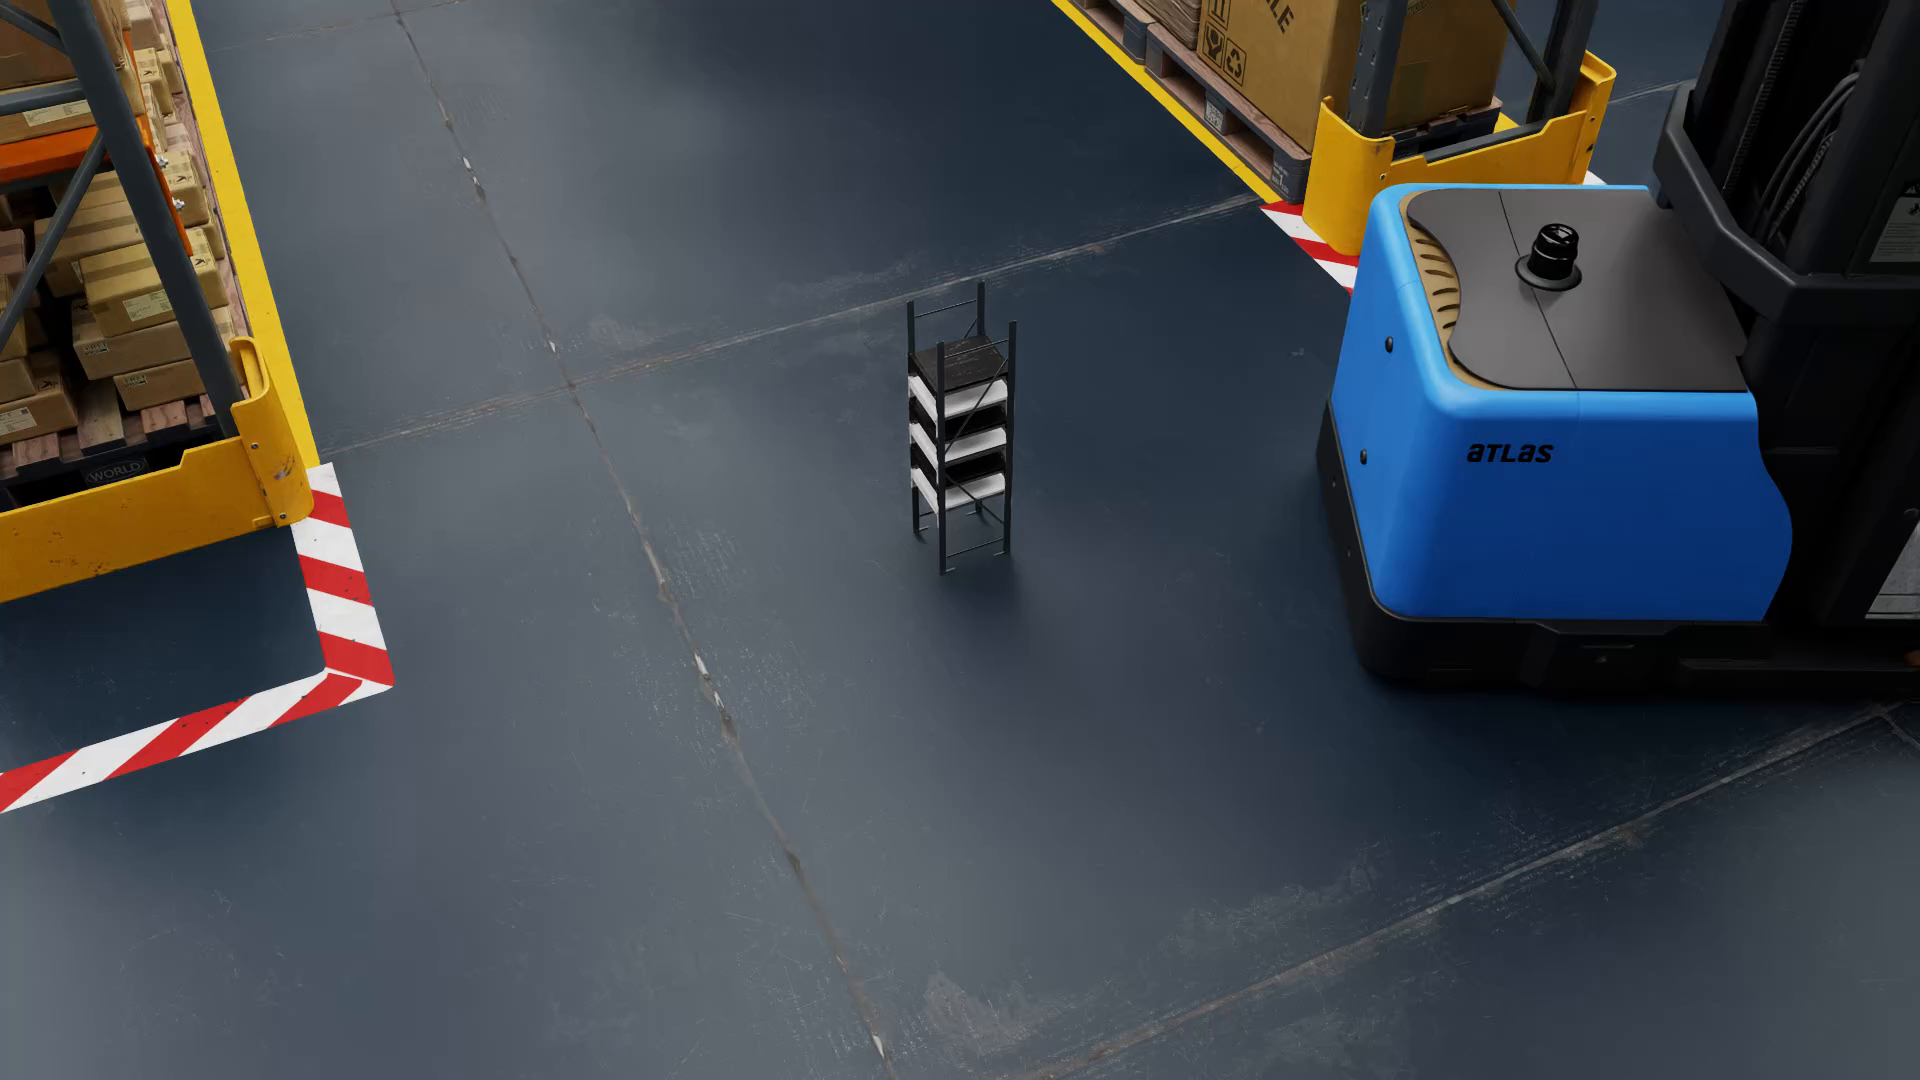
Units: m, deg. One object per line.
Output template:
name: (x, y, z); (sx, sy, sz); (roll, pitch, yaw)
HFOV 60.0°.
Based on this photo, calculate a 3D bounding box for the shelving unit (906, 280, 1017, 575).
shelving unit: (0.003, -0.315, 4.929); (0.258, 0.900, 0.210); (-18, 47, -17)

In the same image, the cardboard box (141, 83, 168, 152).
cardboard box: (-3.043, -1.464, 5.905); (0.380, 0.149, 0.250); (-16, 47, -16)

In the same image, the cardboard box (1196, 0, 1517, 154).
cardboard box: (1.572, -2.209, 6.567); (0.875, 0.875, 0.875); (-18, 47, -17)

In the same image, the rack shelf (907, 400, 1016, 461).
rack shelf: (0.003, -0.355, 4.889); (0.258, 0.077, 0.200); (-18, 47, -17)

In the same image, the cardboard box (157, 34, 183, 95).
cardboard box: (-3.401, -1.906, 6.777); (0.380, 0.149, 0.250); (-18, 47, -17)

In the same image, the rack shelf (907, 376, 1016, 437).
rack shelf: (0.003, -0.420, 4.826); (0.258, 0.077, 0.200); (-18, 47, -17)

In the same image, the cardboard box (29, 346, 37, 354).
cardboard box: (-3.239, -0.574, 5.427); (0.380, 0.149, 0.250); (-17, 47, -16)

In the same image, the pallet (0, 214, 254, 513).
pallet: (-2.970, -0.616, 5.724); (1.003, 0.211, 1.213); (-18, 47, -17)

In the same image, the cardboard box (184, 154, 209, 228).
cardboard box: (-2.873, -1.198, 5.848); (0.380, 0.149, 0.250); (-17, 47, -16)

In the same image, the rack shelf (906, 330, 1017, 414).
rack shelf: (0.003, -0.484, 4.762); (0.258, 0.077, 0.200); (-18, 47, -17)

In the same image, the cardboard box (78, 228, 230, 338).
cardboard box: (-2.541, -0.812, 5.245); (0.380, 0.149, 0.250); (-20, 48, -19)

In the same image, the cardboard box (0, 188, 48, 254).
cardboard box: (-3.349, -1.057, 5.704); (0.380, 0.149, 0.250); (-19, 48, -18)

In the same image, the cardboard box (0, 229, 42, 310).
cardboard box: (-3.135, -0.818, 5.250); (0.380, 0.149, 0.250); (-17, 47, -17)

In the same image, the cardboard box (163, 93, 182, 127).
cardboard box: (-3.221, -1.577, 6.443); (0.380, 0.149, 0.250); (-18, 47, -17)

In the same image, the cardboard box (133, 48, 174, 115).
cardboard box: (-3.112, -1.645, 6.089); (0.380, 0.149, 0.250); (-17, 47, -17)

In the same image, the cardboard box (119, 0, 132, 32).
cardboard box: (-2.677, -1.583, 4.897); (0.380, 0.149, 0.250); (-19, 48, -19)

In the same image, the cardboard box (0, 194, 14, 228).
cardboard box: (-3.410, -1.129, 5.566); (0.380, 0.149, 0.250); (-20, 48, -19)

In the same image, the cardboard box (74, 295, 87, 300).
cardboard box: (-2.743, -0.737, 5.592); (0.380, 0.149, 0.250); (-18, 47, -18)

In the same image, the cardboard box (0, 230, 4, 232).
cardboard box: (-3.330, -0.855, 5.500); (0.380, 0.149, 0.250); (-20, 48, -19)

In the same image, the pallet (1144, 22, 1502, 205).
pallet: (1.507, -1.926, 7.051); (1.003, 0.211, 1.213); (-18, 47, -17)

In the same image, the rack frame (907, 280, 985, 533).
rack frame: (-0.039, -0.380, 4.994); (0.240, 0.900, 0.006); (-18, 47, -17)

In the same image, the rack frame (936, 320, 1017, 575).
rack frame: (0.046, -0.250, 4.863); (0.240, 0.900, 0.006); (-18, 47, -17)

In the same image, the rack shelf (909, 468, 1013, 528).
rack shelf: (0.003, -0.163, 5.079); (0.258, 0.077, 0.200); (-18, 47, -17)

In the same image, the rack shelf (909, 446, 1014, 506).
rack shelf: (0.003, -0.227, 5.015); (0.258, 0.077, 0.200); (-18, 47, -17)

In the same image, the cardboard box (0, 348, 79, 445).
cardboard box: (-3.039, -0.440, 5.291); (0.380, 0.149, 0.250); (-17, 47, -17)

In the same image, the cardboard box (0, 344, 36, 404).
cardboard box: (-3.110, -0.524, 5.165); (0.380, 0.149, 0.250); (-19, 48, -18)

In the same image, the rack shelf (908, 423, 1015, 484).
rack shelf: (0.003, -0.291, 4.952); (0.258, 0.077, 0.200); (-18, 47, -17)

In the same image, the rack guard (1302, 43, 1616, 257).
rack guard: (1.924, -1.527, 6.442); (1.175, 0.500, 0.348); (-18, 47, -17)

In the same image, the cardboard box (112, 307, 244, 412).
cardboard box: (-2.559, -0.595, 5.448); (0.380, 0.149, 0.250); (-17, 47, -17)

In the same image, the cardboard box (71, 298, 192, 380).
cardboard box: (-2.616, -0.682, 5.324); (0.380, 0.149, 0.250); (-16, 47, -16)

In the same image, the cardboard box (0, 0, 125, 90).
cardboard box: (-2.567, -1.541, 4.393); (0.500, 0.500, 0.500); (-16, 47, -16)

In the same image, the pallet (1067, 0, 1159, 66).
pallet: (0.998, -2.702, 7.838); (1.003, 0.211, 1.213); (-18, 47, -17)

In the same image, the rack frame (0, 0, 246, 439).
rack frame: (-2.629, -1.032, 4.160); (1.000, 3.000, 0.127); (-18, 47, -17)

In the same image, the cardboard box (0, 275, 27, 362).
cardboard box: (-3.081, -0.641, 5.071); (0.380, 0.149, 0.250); (-18, 47, -17)

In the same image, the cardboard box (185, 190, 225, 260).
cardboard box: (-2.862, -1.089, 5.949); (0.380, 0.149, 0.250); (-17, 47, -17)

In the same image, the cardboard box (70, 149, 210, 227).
cardboard box: (-2.756, -1.151, 5.588); (0.380, 0.149, 0.250); (-18, 47, -18)

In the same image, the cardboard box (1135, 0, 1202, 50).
cardboard box: (1.190, -2.789, 7.155); (0.875, 0.875, 0.875); (-18, 47, -17)

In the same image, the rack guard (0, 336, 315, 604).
rack guard: (-2.661, -0.190, 5.087); (1.175, 0.500, 0.348); (-18, 47, -17)

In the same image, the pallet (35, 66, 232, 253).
pallet: (-3.479, -1.392, 6.510); (1.003, 0.211, 1.213); (-18, 47, -17)

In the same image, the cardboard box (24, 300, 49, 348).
cardboard box: (-3.171, -0.707, 5.350); (0.380, 0.149, 0.250); (-19, 48, -18)

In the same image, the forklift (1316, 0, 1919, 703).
forklift: (2.669, -0.952, 4.128); (3.031, 2.935, 1.130); (1, 45, 1)

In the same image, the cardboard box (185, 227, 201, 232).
cardboard box: (-2.680, -0.873, 5.518); (0.380, 0.149, 0.250); (-18, 47, -18)

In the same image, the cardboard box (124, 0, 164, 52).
cardboard box: (-3.310, -1.968, 6.416); (0.380, 0.149, 0.250); (-20, 48, -19)

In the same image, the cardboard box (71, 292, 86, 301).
cardboard box: (-2.854, -0.894, 5.751); (0.380, 0.149, 0.250); (-18, 47, -17)

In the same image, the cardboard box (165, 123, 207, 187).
cardboard box: (-3.081, -1.408, 6.272); (0.380, 0.149, 0.250); (-20, 48, -19)

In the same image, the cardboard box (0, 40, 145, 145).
cardboard box: (-2.468, -1.245, 4.555); (0.380, 0.149, 0.250); (-18, 48, -18)

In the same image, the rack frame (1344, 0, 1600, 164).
rack frame: (1.914, -2.432, 5.579); (1.000, 3.000, 0.127); (-18, 47, -17)

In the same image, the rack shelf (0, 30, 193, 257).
rack shelf: (-3.470, -2.050, 5.704); (1.077, 0.370, 4.000); (-18, 47, -17)

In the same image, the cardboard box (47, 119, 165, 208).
cardboard box: (-2.935, -1.284, 5.723); (0.380, 0.149, 0.250); (-20, 48, -19)

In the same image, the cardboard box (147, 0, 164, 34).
cardboard box: (-3.634, -2.226, 7.102); (0.380, 0.149, 0.250); (-20, 48, -19)

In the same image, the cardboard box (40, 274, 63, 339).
cardboard box: (-3.272, -0.768, 5.623); (0.380, 0.149, 0.250); (-18, 47, -18)

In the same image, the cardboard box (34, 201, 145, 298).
cardboard box: (-2.766, -0.952, 5.387); (0.380, 0.149, 0.250); (-17, 47, -17)

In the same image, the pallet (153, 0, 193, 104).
pallet: (-3.996, -2.170, 7.299); (1.003, 0.211, 1.213); (-18, 47, -17)
